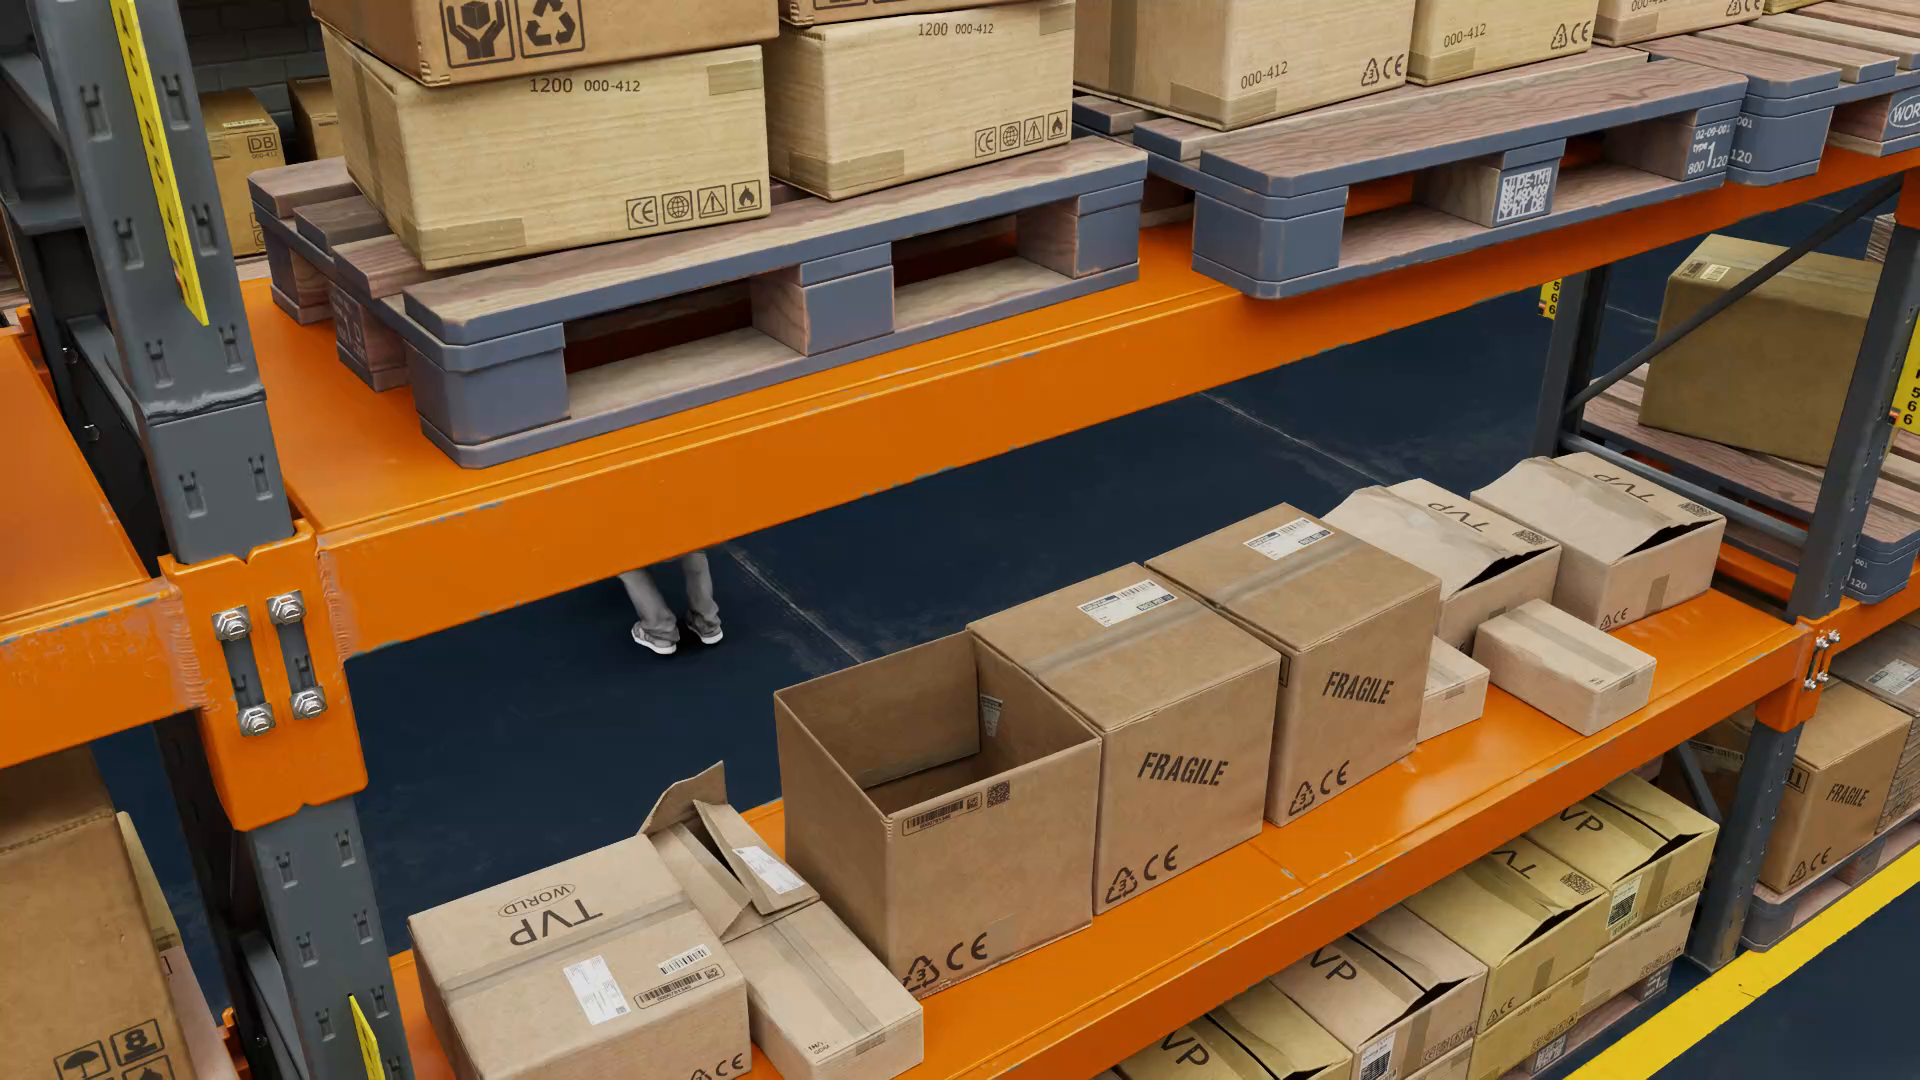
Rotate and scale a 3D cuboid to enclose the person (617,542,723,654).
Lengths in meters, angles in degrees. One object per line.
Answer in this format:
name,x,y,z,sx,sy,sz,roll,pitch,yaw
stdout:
person,-1.263,-0.020,6.894,0.425,0.899,0.853,-21,35,-32
